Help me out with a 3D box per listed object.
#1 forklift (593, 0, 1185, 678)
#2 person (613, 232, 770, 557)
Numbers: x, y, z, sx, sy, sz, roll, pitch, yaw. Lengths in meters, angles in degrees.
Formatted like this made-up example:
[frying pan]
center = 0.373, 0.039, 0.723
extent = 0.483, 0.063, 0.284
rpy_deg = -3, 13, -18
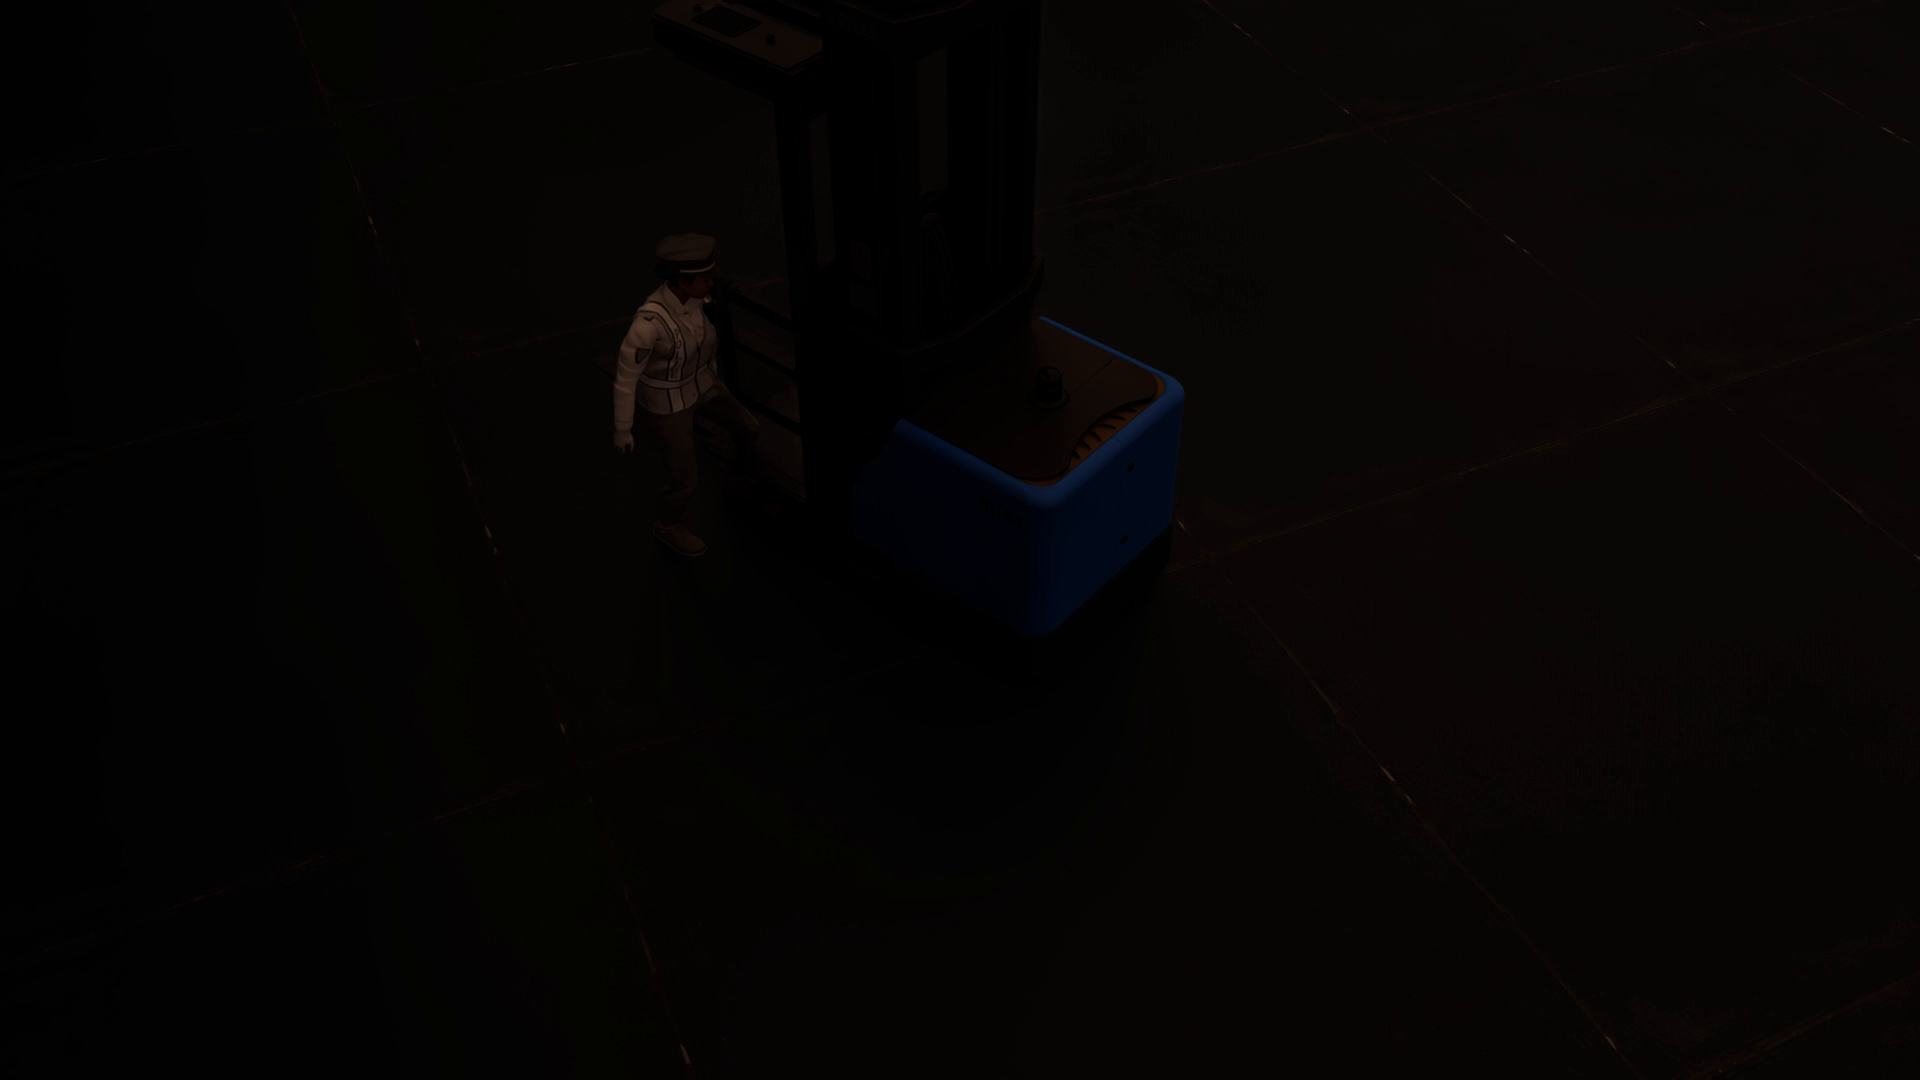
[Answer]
[forklift]
center = -0.497, -1.336, 7.111
extent = 3.031, 2.935, 1.130
rpy_deg = 30, 50, 28
[person]
center = -1.189, -0.636, 7.328
extent = 0.421, 1.633, 0.802
rpy_deg = 20, 47, 20
